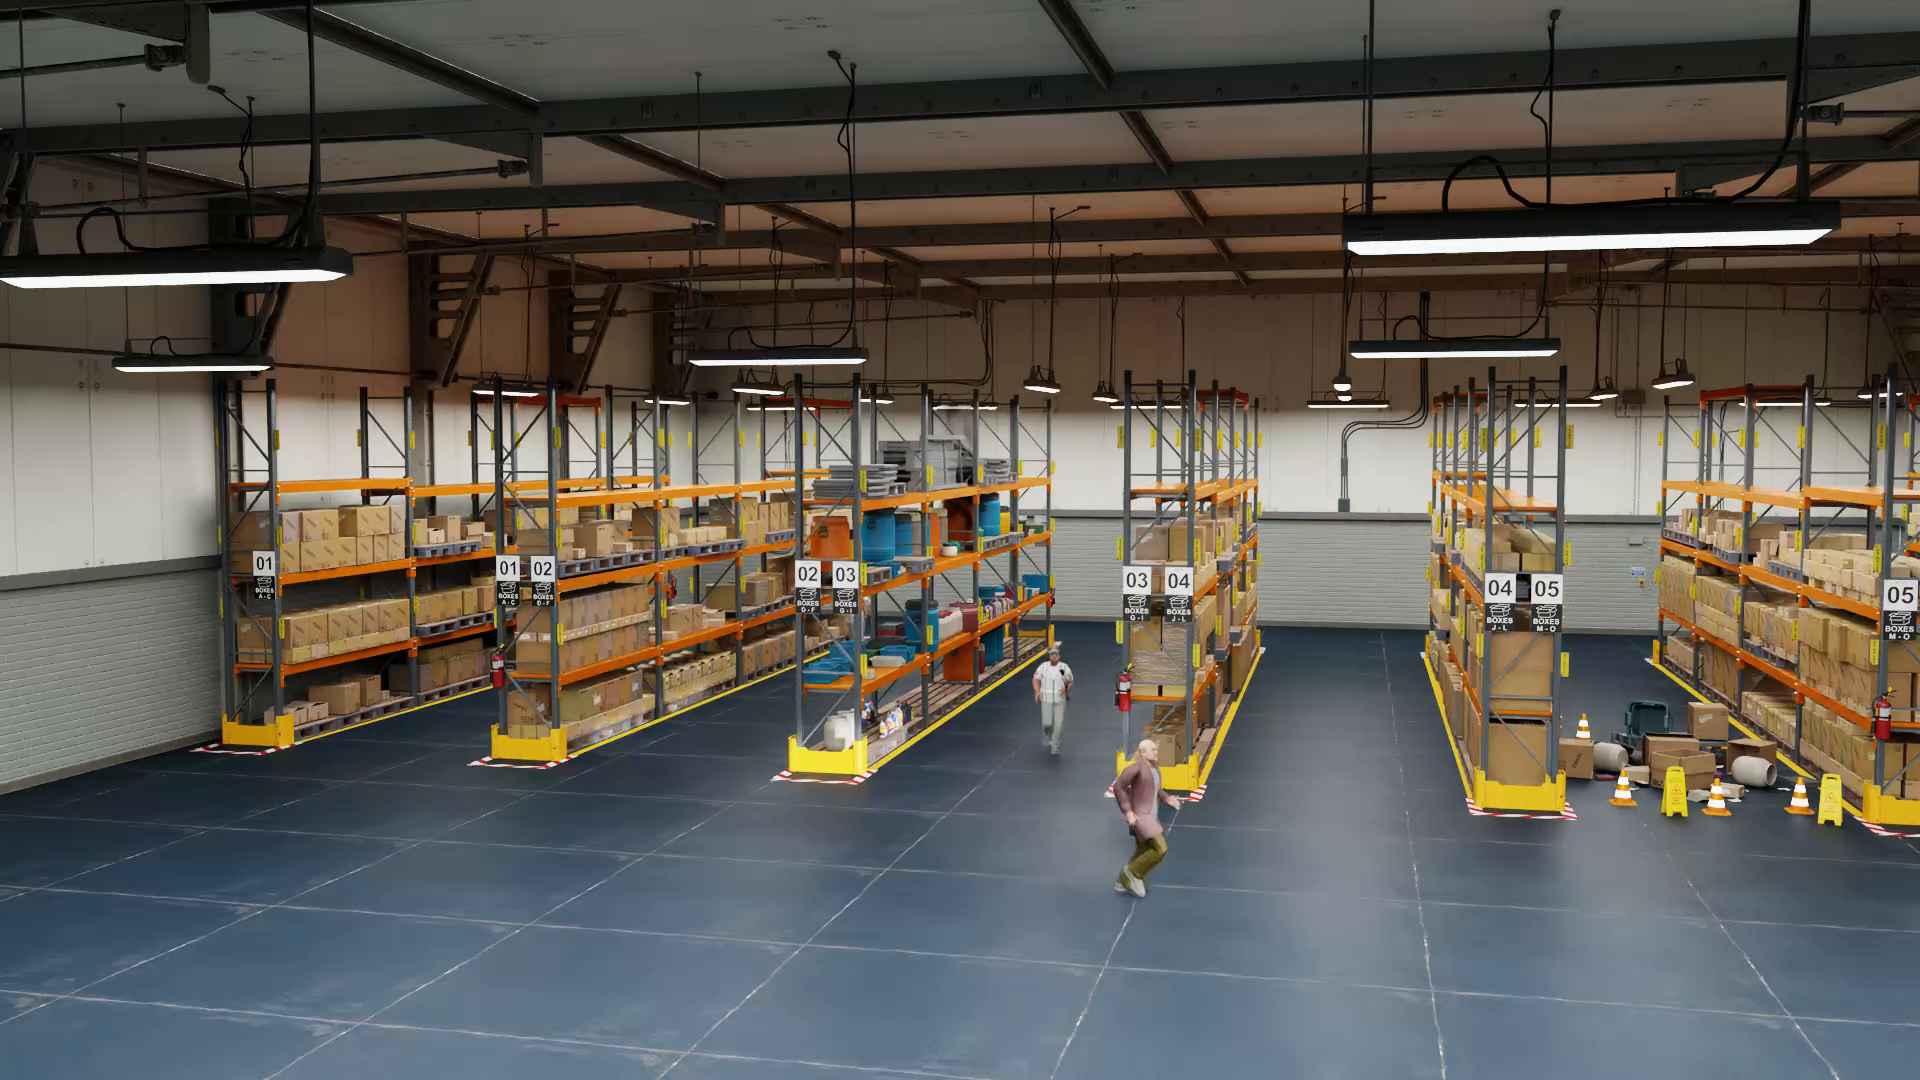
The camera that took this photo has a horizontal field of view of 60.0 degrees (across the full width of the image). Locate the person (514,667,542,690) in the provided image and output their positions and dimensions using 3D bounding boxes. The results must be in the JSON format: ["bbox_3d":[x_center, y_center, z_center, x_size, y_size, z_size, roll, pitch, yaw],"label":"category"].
[{"bbox_3d":[-7.532,2.407,29.368,0.661,1.708,0.792,0,3,8],"label":"person"}]

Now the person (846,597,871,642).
[{"bbox_3d":[-2.193,1.782,35.022,0.593,1.737,0.763,0,3,6],"label":"person"}]

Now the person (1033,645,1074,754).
[{"bbox_3d":[1.490,2.543,26.503,0.658,1.739,0.591,0,3,2],"label":"person"}]

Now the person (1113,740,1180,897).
[{"bbox_3d":[2.030,3.037,18.156,0.760,1.723,0.627,2,4,32],"label":"person"}]
